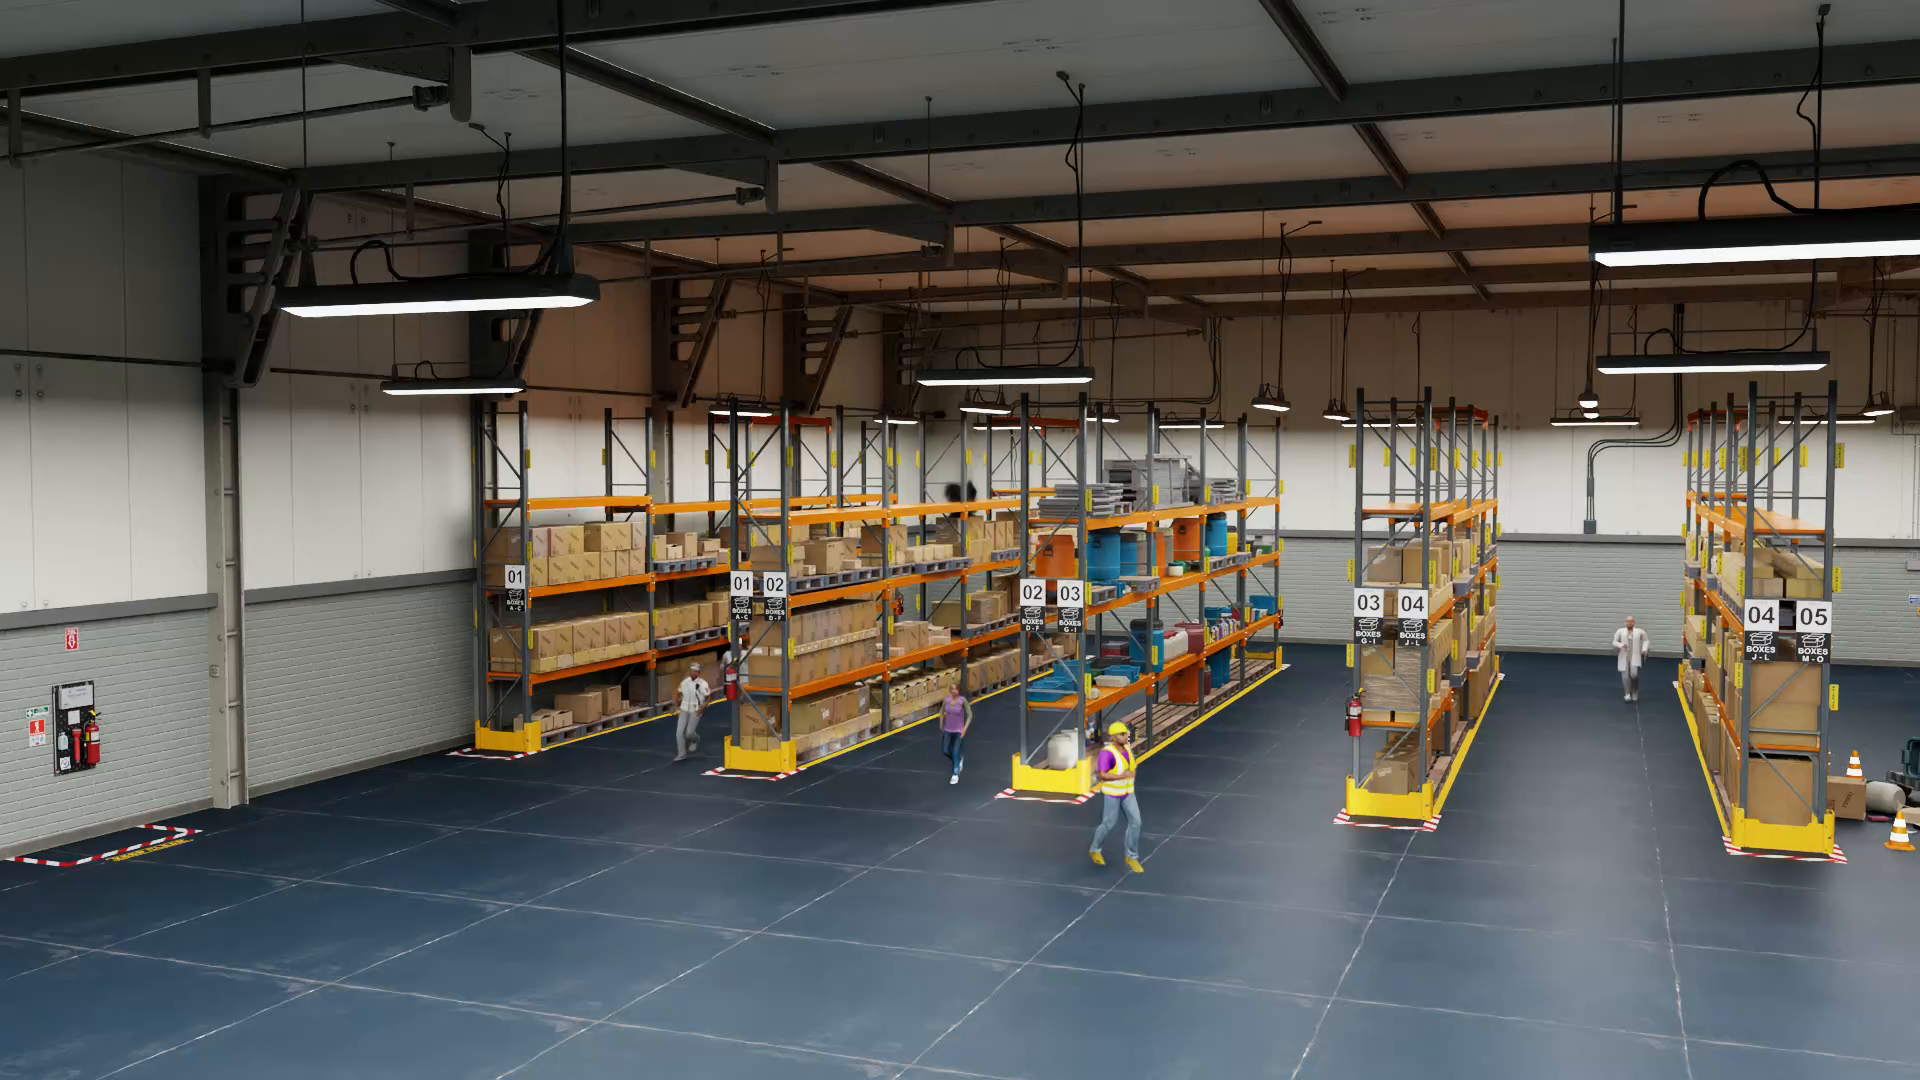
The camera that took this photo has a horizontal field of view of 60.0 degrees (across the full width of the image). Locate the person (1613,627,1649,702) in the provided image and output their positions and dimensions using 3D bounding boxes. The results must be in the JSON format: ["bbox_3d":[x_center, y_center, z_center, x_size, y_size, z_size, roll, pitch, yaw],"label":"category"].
[{"bbox_3d":[13.807,2.555,34.257,0.680,1.559,0.657,1,3,27],"label":"person"}]

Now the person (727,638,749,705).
[{"bbox_3d":[-4.059,2.550,30.704,0.445,1.592,0.868,1,3,16],"label":"person"}]

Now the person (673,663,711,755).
[{"bbox_3d":[-4.452,2.804,27.656,0.618,1.559,0.482,1,3,14],"label":"person"}]

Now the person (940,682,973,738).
[{"bbox_3d":[-0.087,2.621,25.769,0.569,0.852,0.308,1,3,23],"label":"person"}]

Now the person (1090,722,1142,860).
[{"bbox_3d":[1.908,3.043,20.238,0.720,1.663,0.774,-2,4,-42],"label":"person"}]
